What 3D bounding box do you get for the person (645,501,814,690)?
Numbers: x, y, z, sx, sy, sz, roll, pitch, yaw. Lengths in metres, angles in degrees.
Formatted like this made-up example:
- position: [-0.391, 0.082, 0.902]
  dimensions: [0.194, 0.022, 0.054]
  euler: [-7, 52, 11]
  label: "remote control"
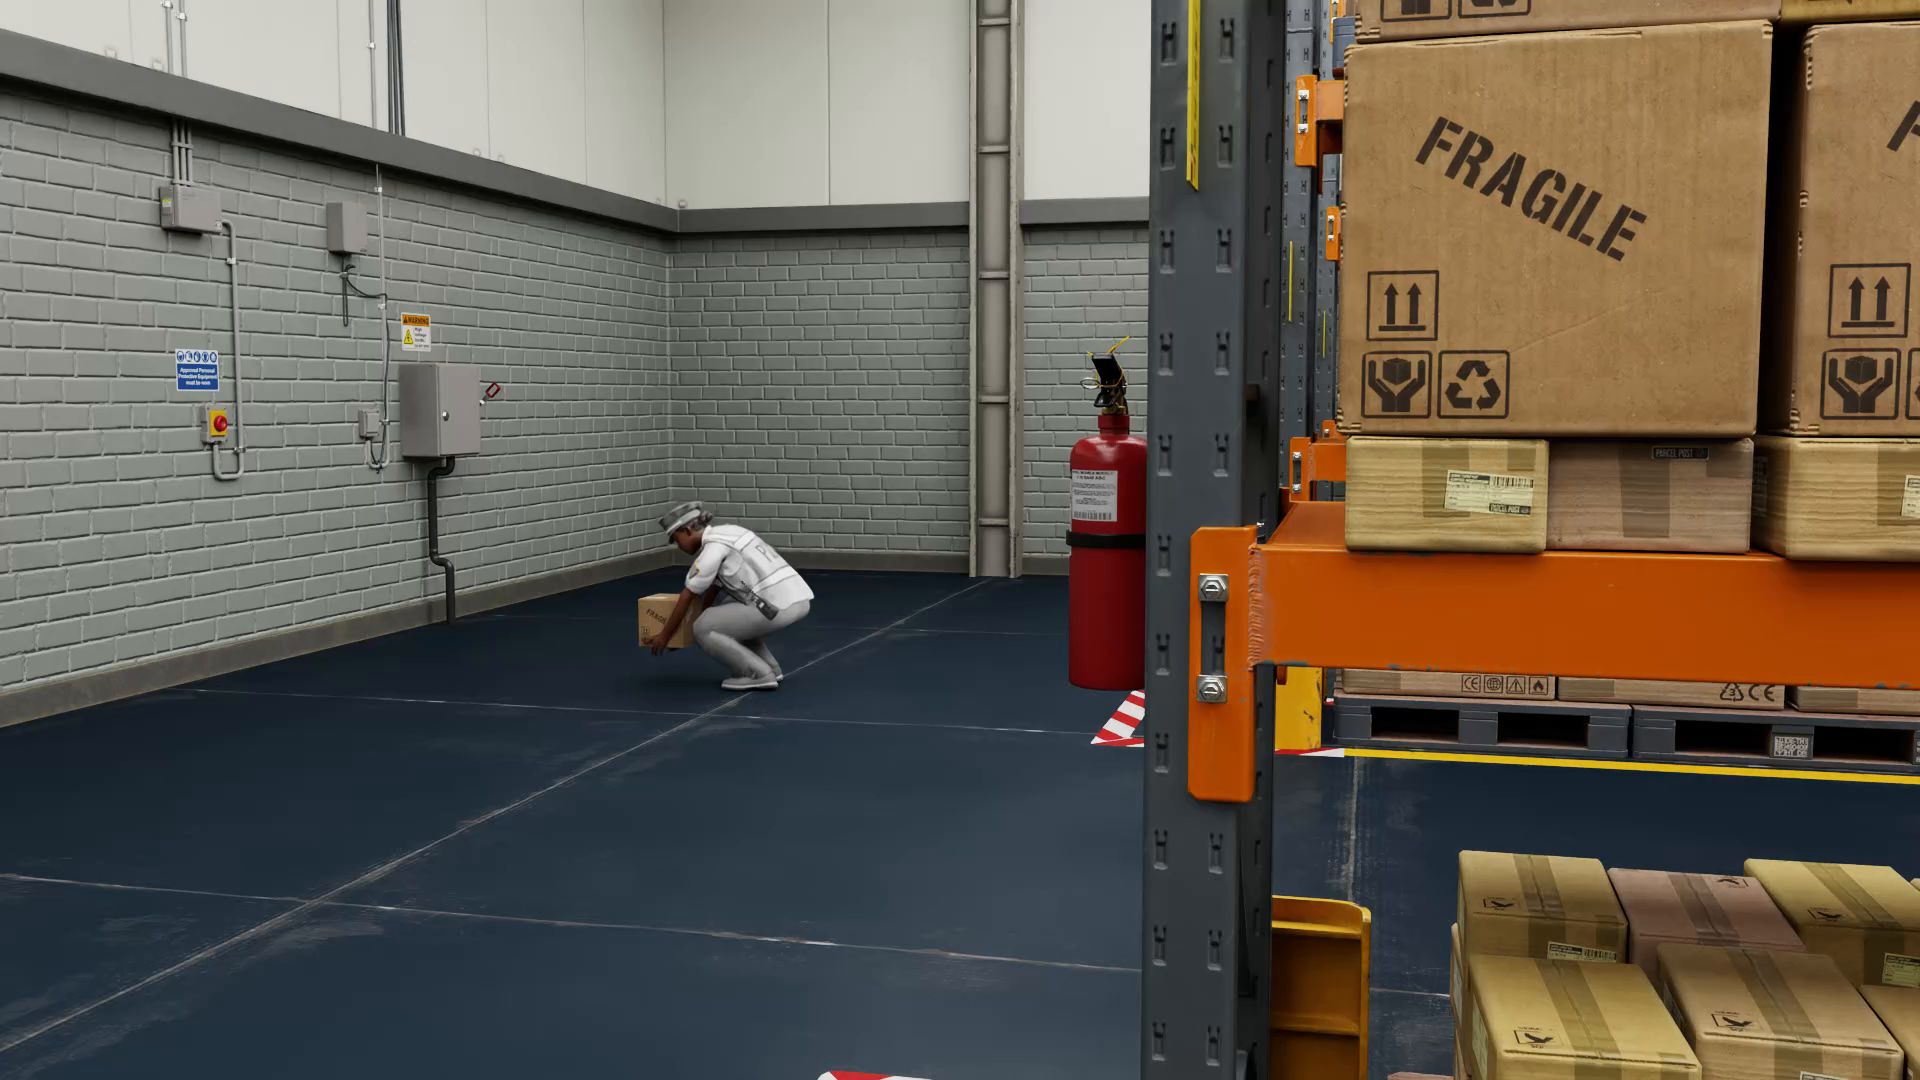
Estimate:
- position: [-1.195, 0.282, 8.635]
  dimensions: [0.854, 0.972, 0.458]
  euler: [1, 5, 13]
  label: "person"
